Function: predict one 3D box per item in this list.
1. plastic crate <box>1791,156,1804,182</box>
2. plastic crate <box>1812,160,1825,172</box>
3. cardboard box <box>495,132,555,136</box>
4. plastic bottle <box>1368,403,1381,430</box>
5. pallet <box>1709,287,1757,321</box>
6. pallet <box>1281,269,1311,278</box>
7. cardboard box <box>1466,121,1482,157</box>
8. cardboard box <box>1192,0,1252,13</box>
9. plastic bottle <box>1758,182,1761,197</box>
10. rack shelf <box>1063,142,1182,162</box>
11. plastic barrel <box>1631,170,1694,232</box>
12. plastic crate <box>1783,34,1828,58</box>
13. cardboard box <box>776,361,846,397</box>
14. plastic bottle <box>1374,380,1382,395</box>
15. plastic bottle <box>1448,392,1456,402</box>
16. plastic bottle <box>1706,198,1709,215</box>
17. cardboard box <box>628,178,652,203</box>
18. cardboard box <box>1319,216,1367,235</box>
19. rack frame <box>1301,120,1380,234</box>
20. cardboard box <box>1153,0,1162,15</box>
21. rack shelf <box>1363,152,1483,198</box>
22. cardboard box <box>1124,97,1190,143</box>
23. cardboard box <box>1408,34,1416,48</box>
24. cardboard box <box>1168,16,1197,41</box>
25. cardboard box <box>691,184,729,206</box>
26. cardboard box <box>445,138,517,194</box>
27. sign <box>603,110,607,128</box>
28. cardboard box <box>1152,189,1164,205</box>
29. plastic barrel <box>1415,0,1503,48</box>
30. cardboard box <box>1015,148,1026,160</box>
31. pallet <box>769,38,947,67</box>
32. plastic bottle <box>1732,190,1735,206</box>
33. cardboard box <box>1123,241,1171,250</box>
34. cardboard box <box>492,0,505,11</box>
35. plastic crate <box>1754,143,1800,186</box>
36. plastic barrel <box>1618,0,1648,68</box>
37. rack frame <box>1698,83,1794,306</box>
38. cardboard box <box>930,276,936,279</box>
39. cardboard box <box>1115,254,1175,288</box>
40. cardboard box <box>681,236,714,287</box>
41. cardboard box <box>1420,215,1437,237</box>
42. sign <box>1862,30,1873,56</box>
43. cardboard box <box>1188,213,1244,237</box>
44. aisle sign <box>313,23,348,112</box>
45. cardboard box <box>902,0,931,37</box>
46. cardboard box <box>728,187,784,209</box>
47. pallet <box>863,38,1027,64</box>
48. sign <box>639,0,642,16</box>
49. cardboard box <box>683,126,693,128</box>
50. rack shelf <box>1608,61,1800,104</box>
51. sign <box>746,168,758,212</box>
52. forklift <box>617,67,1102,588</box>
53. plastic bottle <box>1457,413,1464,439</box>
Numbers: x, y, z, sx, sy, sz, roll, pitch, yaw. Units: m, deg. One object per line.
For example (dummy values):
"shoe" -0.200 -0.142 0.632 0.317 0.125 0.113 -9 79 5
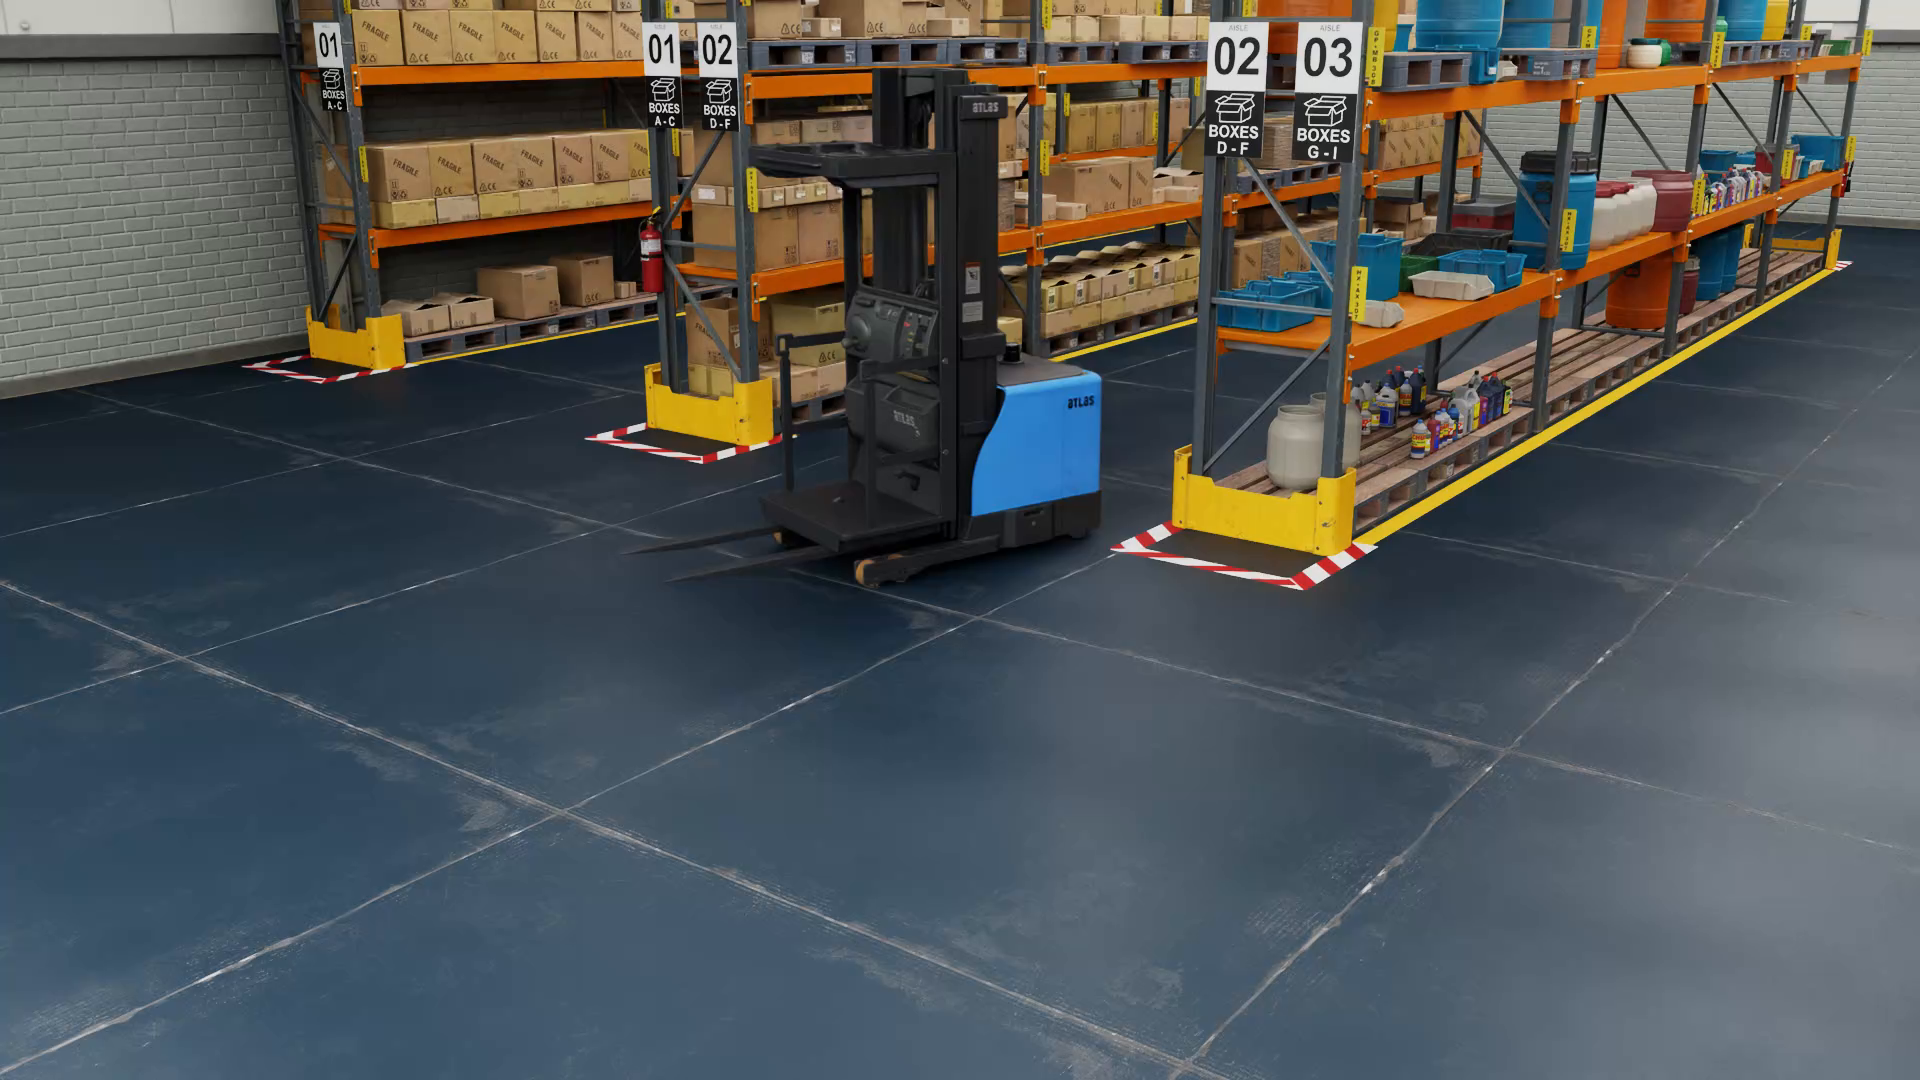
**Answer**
"plastic crate" 10.156 -4.603 20.607 0.437 0.282 0.530 12 21 35
"plastic crate" 11.141 -4.929 21.902 0.396 0.136 0.243 12 21 35
"cardboard box" -4.686 -4.126 17.926 0.500 0.500 0.500 13 22 36
"plastic bottle" 3.164 -0.948 12.715 0.097 0.201 0.097 0 17 0
"pallet" 8.605 -2.792 19.378 1.003 0.211 1.213 12 21 35
"pallet" 3.941 -3.352 21.182 1.003 0.211 1.213 12 21 35
"cardboard box" 7.457 -6.022 24.908 0.500 0.500 0.500 13 22 36
"cardboard box" 3.004 -6.284 19.009 0.500 0.500 0.500 12 21 35
"plastic bottle" 9.076 -4.021 18.971 0.097 0.201 0.097 0 17 0
"rack shelf" 2.333 -6.183 26.810 1.077 0.370 4.000 12 21 35
"plastic barrel" 6.681 -3.248 15.916 0.600 0.536 0.708 12 21 35
"plastic crate" 10.058 -5.917 19.903 0.497 0.269 0.590 12 21 35
"cardboard box" -1.235 -1.413 14.166 0.500 0.250 0.500 12 21 35
"plastic bottle" 3.273 -1.111 13.103 0.061 0.283 0.133 14 22 37
"plastic bottle" 3.775 -0.992 12.720 0.061 0.283 0.133 12 21 35
"plastic bottle" 7.678 -3.463 17.172 0.097 0.201 0.097 0 17 0
"cardboard box" -3.664 -3.917 18.517 0.500 0.250 0.500 12 21 35
"cardboard box" 5.058 -4.024 22.118 0.500 0.500 0.500 12 21 34
"rack frame" 5.122 -5.176 22.354 1.000 3.000 0.127 12 21 35
"cardboard box" 3.001 -8.631 26.532 0.500 0.500 0.500 13 22 36
"rack shelf" 6.314 -5.309 23.994 1.077 0.370 4.000 12 21 35
"cardboard box" 3.229 -7.023 27.796 0.980 0.700 0.700 14 22 37
"cardboard box" 5.912 -6.727 22.544 0.500 0.250 0.500 12 21 35
"cardboard box" 2.216 -5.539 18.008 0.500 0.250 0.500 13 22 36
"cardboard box" -1.953 -2.800 13.440 0.380 0.149 0.250 12 21 34
"cardboard box" -4.867 -3.787 16.835 0.500 0.500 0.500 12 21 33
"sign" -4.073 -4.795 19.175 0.100 0.325 0.005 12 21 35
"cardboard box" 2.024 -3.790 18.313 0.380 0.149 0.250 14 22 39
"plastic barrel" 3.652 -4.049 12.112 0.600 0.901 0.708 12 21 35
"cardboard box" 0.735 -5.618 24.167 0.380 0.149 0.250 12 21 35
"pallet" -0.859 -4.164 14.185 1.003 0.211 1.213 12 21 35
"plastic bottle" 8.339 -3.727 18.023 0.097 0.201 0.097 0 17 0
"cardboard box" 2.191 -3.306 19.313 0.500 0.311 0.500 13 22 37
"cardboard box" -5.028 -5.672 17.006 0.500 0.500 0.500 12 21 35
"plastic crate" 9.831 -4.527 20.056 0.402 0.464 0.583 12 21 35
"plastic barrel" 6.051 -4.862 15.439 0.600 0.901 0.600 0 17 0
"rack frame" 9.098 -4.300 19.532 1.000 3.000 0.127 12 21 35
"cardboard box" -0.348 -2.130 15.210 0.500 0.500 0.500 12 21 35
"cardboard box" 2.017 -2.966 18.218 0.500 0.311 0.500 12 21 34
"cardboard box" -3.200 -3.340 19.913 0.700 0.500 0.500 13 22 37
"cardboard box" 6.789 -4.632 24.495 0.500 0.250 0.500 12 21 35
"sign" 11.933 -6.542 21.870 0.100 0.325 0.005 12 21 35
"cardboard box" 3.138 -3.876 20.376 0.500 0.250 0.500 13 22 37
"aisle sign" -5.810 -4.364 15.354 0.394 0.787 0.004 12 21 35
"cardboard box" -0.727 -4.650 14.483 0.797 0.503 0.637 15 23 41
"cardboard box" -1.621 -2.731 13.217 0.380 0.149 0.250 12 21 34
"pallet" -0.132 -4.453 15.117 1.003 0.211 1.213 12 21 35
"sign" -2.455 -4.235 12.905 0.100 0.325 0.005 12 21 35
"cardboard box" -2.956 -4.650 19.749 0.700 0.500 0.500 15 23 40
"rack shelf" 7.906 -4.912 17.660 1.077 0.370 4.000 12 21 35
"sign" -1.586 -2.670 12.689 0.100 0.325 0.005 12 21 35
"forklift" -0.585 -1.294 9.968 3.031 2.935 1.130 -12 21 -33
"plastic bottle" 3.724 -0.870 12.465 0.097 0.201 0.097 0 17 0
